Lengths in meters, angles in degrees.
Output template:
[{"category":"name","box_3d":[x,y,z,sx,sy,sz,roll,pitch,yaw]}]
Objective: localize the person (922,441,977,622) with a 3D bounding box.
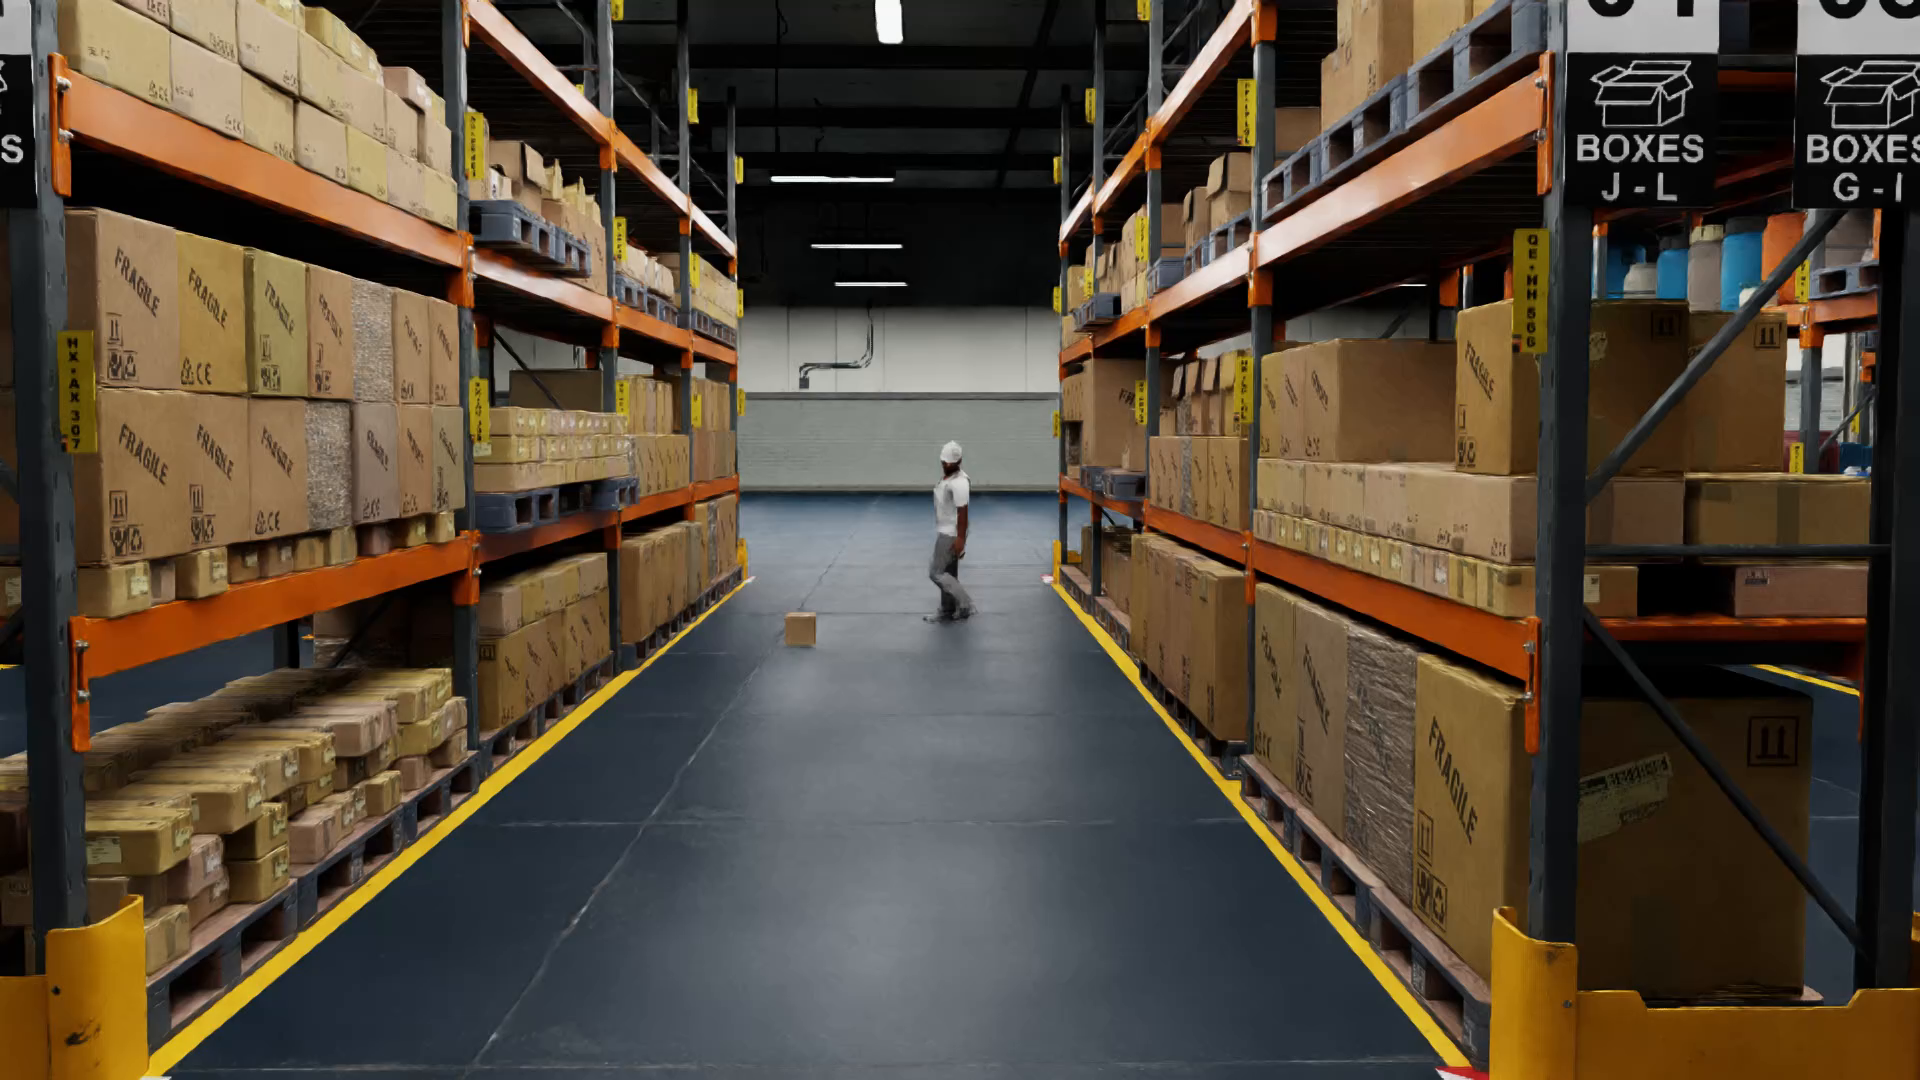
[{"category":"person","box_3d":[-0.106,-0.063,15.702,0.523,1.728,0.680,0,4,0]}]
